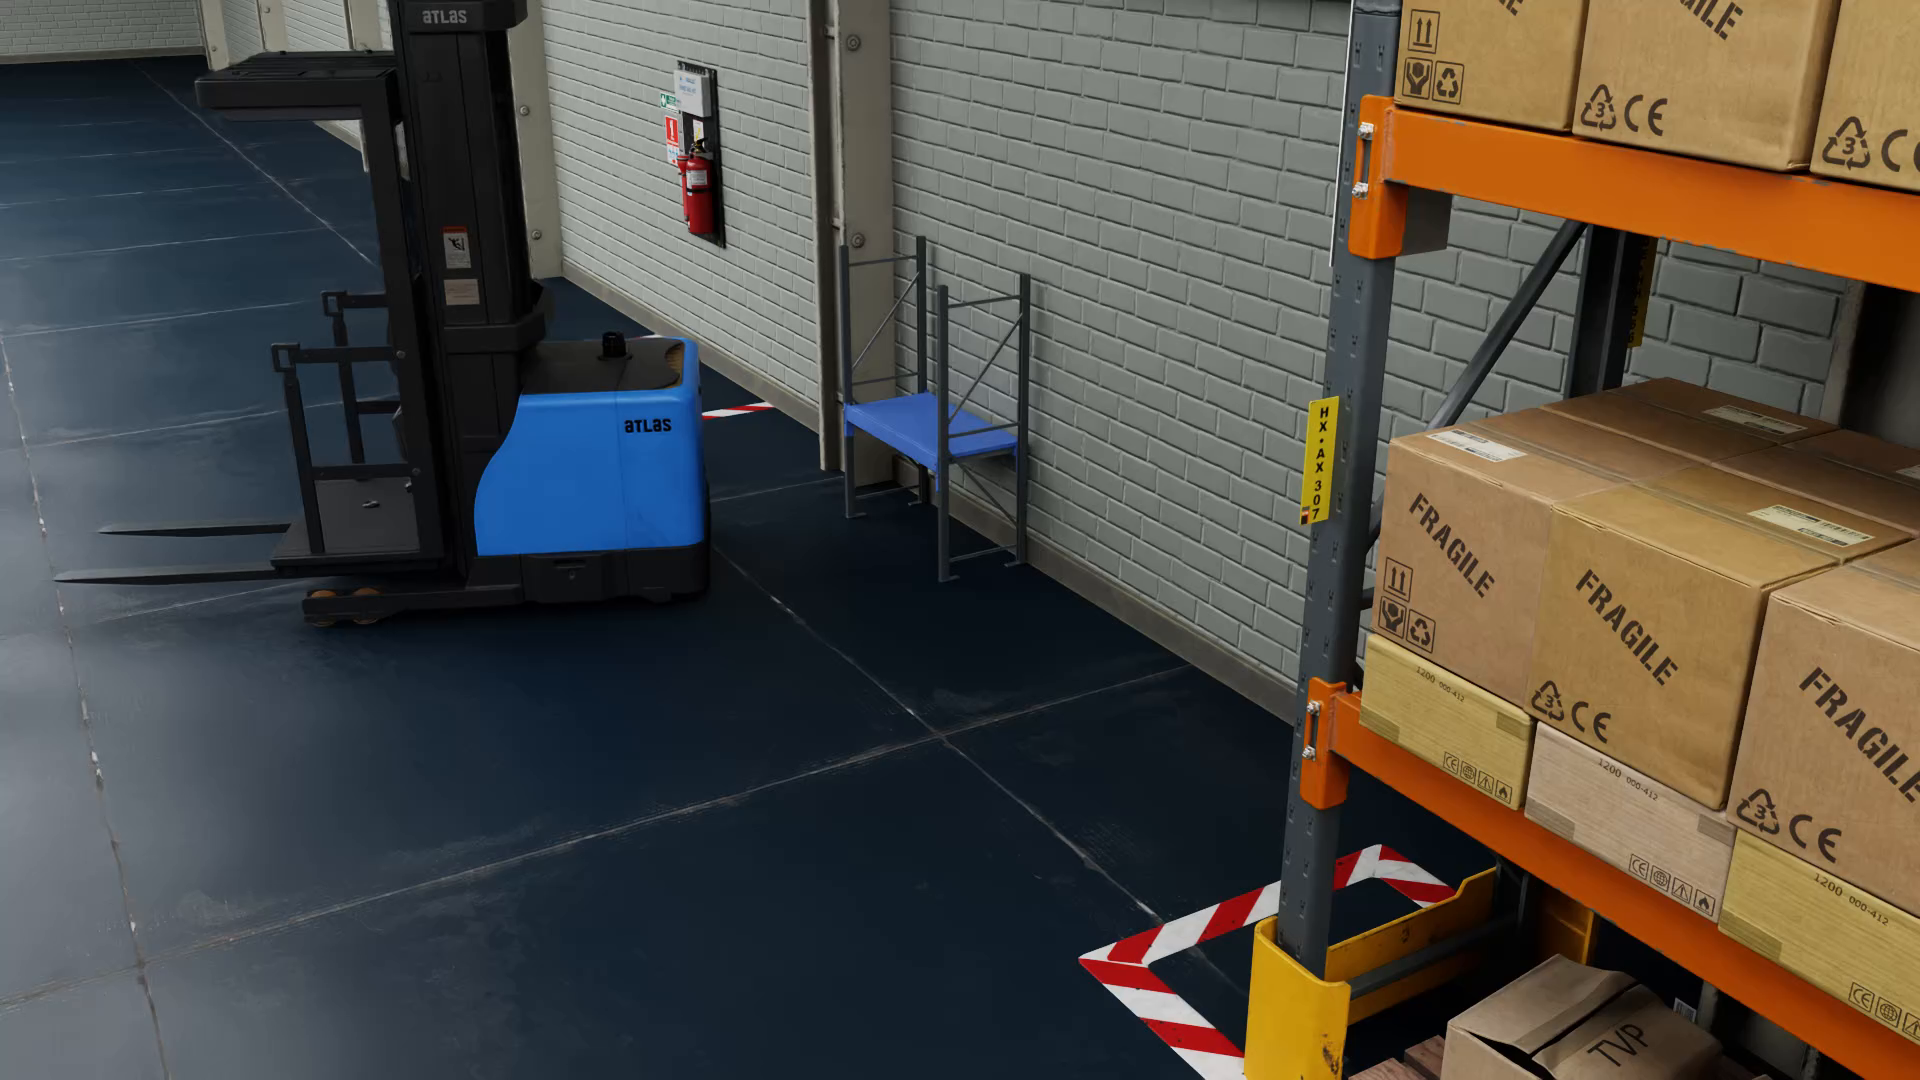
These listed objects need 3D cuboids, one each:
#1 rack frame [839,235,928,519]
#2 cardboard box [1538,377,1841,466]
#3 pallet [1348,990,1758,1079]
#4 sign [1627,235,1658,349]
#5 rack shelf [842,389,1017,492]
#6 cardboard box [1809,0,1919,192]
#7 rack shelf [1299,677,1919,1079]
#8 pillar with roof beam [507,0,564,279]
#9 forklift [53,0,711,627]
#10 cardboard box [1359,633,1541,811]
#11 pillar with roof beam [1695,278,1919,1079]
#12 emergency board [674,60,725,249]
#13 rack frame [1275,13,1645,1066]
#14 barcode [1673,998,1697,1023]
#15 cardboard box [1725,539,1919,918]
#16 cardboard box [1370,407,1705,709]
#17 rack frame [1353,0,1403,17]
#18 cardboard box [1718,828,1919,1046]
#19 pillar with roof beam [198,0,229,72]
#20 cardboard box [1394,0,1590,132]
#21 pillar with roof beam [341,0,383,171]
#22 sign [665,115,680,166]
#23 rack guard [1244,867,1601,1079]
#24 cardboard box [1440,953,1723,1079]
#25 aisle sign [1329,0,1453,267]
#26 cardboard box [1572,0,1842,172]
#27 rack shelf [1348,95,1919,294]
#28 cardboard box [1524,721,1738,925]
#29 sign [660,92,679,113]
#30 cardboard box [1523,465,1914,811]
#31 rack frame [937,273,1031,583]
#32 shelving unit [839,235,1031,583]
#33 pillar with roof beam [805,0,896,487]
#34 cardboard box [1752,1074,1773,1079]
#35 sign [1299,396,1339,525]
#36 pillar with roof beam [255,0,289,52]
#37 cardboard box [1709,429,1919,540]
[{"bbox_3d":[-0.403,-0.863,8.942,0.500,1.500,0.032,-13,25,-28],"label":"rack frame"},{"bbox_3d":[1.792,-0.076,4.192,0.500,0.500,0.500,-13,25,-29],"label":"cardboard box"},{"bbox_3d":[1.791,1.686,4.384,1.003,0.211,1.213,-13,25,-28],"label":"pallet"},{"bbox_3d":[1.855,-0.684,4.552,0.100,0.325,0.005,-13,25,-28],"label":"sign"},{"bbox_3d":[-0.144,-0.531,8.604,0.538,0.185,1.000,-13,25,-28],"label":"rack shelf"},{"bbox_3d":[1.836,-0.841,2.755,0.500,0.500,0.500,-11,25,-26],"label":"cardboard box"},{"bbox_3d":[2.390,1.080,3.126,1.077,0.370,4.000,-13,25,-28],"label":"rack shelf"},{"bbox_3d":[-7.361,-5.676,10.825,9.100,9.000,0.400,-13,25,-28],"label":"pillar with roof beam"},{"bbox_3d":[-2.777,-1.163,7.780,3.031,2.935,1.130,-3,22,-7],"label":"forklift"},{"bbox_3d":[1.344,0.379,4.069,0.500,0.250,0.500,-13,26,-30],"label":"cardboard box"},{"bbox_3d":[-1.232,-1.791,1.268,9.100,9.000,0.400,-13,25,-28],"label":"pillar with roof beam"},{"bbox_3d":[-1.825,-2.590,11.200,0.194,1.169,0.643,-13,25,-28],"label":"emergency board"},{"bbox_3d":[1.368,0.100,4.583,1.000,3.000,0.127,-13,25,-28],"label":"rack frame"},{"bbox_3d":[1.997,1.307,4.586,0.001,0.075,0.075,-13,25,-28],"label":"barcode"},{"bbox_3d":[1.856,0.355,3.131,0.500,0.500,0.500,-14,26,-30],"label":"cardboard box"},{"bbox_3d":[1.354,0.025,3.944,0.500,0.500,0.500,-13,25,-28],"label":"cardboard box"},{"bbox_3d":[1.368,-2.680,3.453,1.000,3.000,0.127,-13,25,-28],"label":"rack frame"},{"bbox_3d":[1.877,0.710,3.253,0.500,0.250,0.500,-13,26,-29],"label":"cardboard box"},{"bbox_3d":[-16.556,-11.503,25.161,9.100,9.000,0.400,-13,25,-28],"label":"pillar with roof beam"},{"bbox_3d":[1.324,-1.189,3.611,0.500,0.500,0.500,-12,25,-27],"label":"cardboard box"},{"bbox_3d":[-10.426,-7.618,15.604,9.100,9.000,0.400,-13,25,-28],"label":"pillar with roof beam"},{"bbox_3d":[-2.019,-2.805,11.682,0.001,0.329,0.234,-13,25,-28],"label":"sign"},{"bbox_3d":[1.407,1.282,4.993,1.175,0.500,0.348,-13,25,-28],"label":"rack guard"},{"bbox_3d":[1.644,1.383,4.413,0.500,0.311,0.500,-16,27,-34],"label":"cardboard box"},{"bbox_3d":[1.073,-1.070,4.009,0.394,0.787,0.004,-13,25,-28],"label":"aisle sign"},{"bbox_3d":[1.568,-1.009,3.166,0.500,0.500,0.500,-11,24,-25],"label":"cardboard box"},{"bbox_3d":[2.390,-0.309,2.561,1.077,0.370,4.000,-13,25,-28],"label":"rack shelf"},{"bbox_3d":[1.622,0.544,3.662,0.500,0.250,0.500,-13,26,-30],"label":"cardboard box"},{"bbox_3d":[-2.024,-3.048,11.574,0.001,0.109,0.331,-13,25,-28],"label":"sign"},{"bbox_3d":[1.597,0.187,3.546,0.500,0.500,0.500,-13,25,-28],"label":"cardboard box"},{"bbox_3d":[0.115,-0.533,8.131,0.500,1.500,0.032,-13,25,-28],"label":"rack frame"},{"bbox_3d":[-0.144,-0.698,8.536,0.538,1.500,1.048,-13,25,-28],"label":"shelving unit"},{"bbox_3d":[-4.297,-3.734,6.047,9.100,9.000,0.400,-13,25,-28],"label":"pillar with roof beam"},{"bbox_3d":[1.935,1.567,3.959,0.500,0.311,0.500,-10,24,-24],"label":"cardboard box"},{"bbox_3d":[0.902,-0.197,4.163,0.100,0.325,0.005,-13,25,-28],"label":"sign"},{"bbox_3d":[-13.491,-9.560,20.382,9.100,9.000,0.400,-13,25,-28],"label":"pillar with roof beam"},{"bbox_3d":[2.040,0.089,3.786,0.500,0.500,0.500,-12,25,-28],"label":"cardboard box"}]
